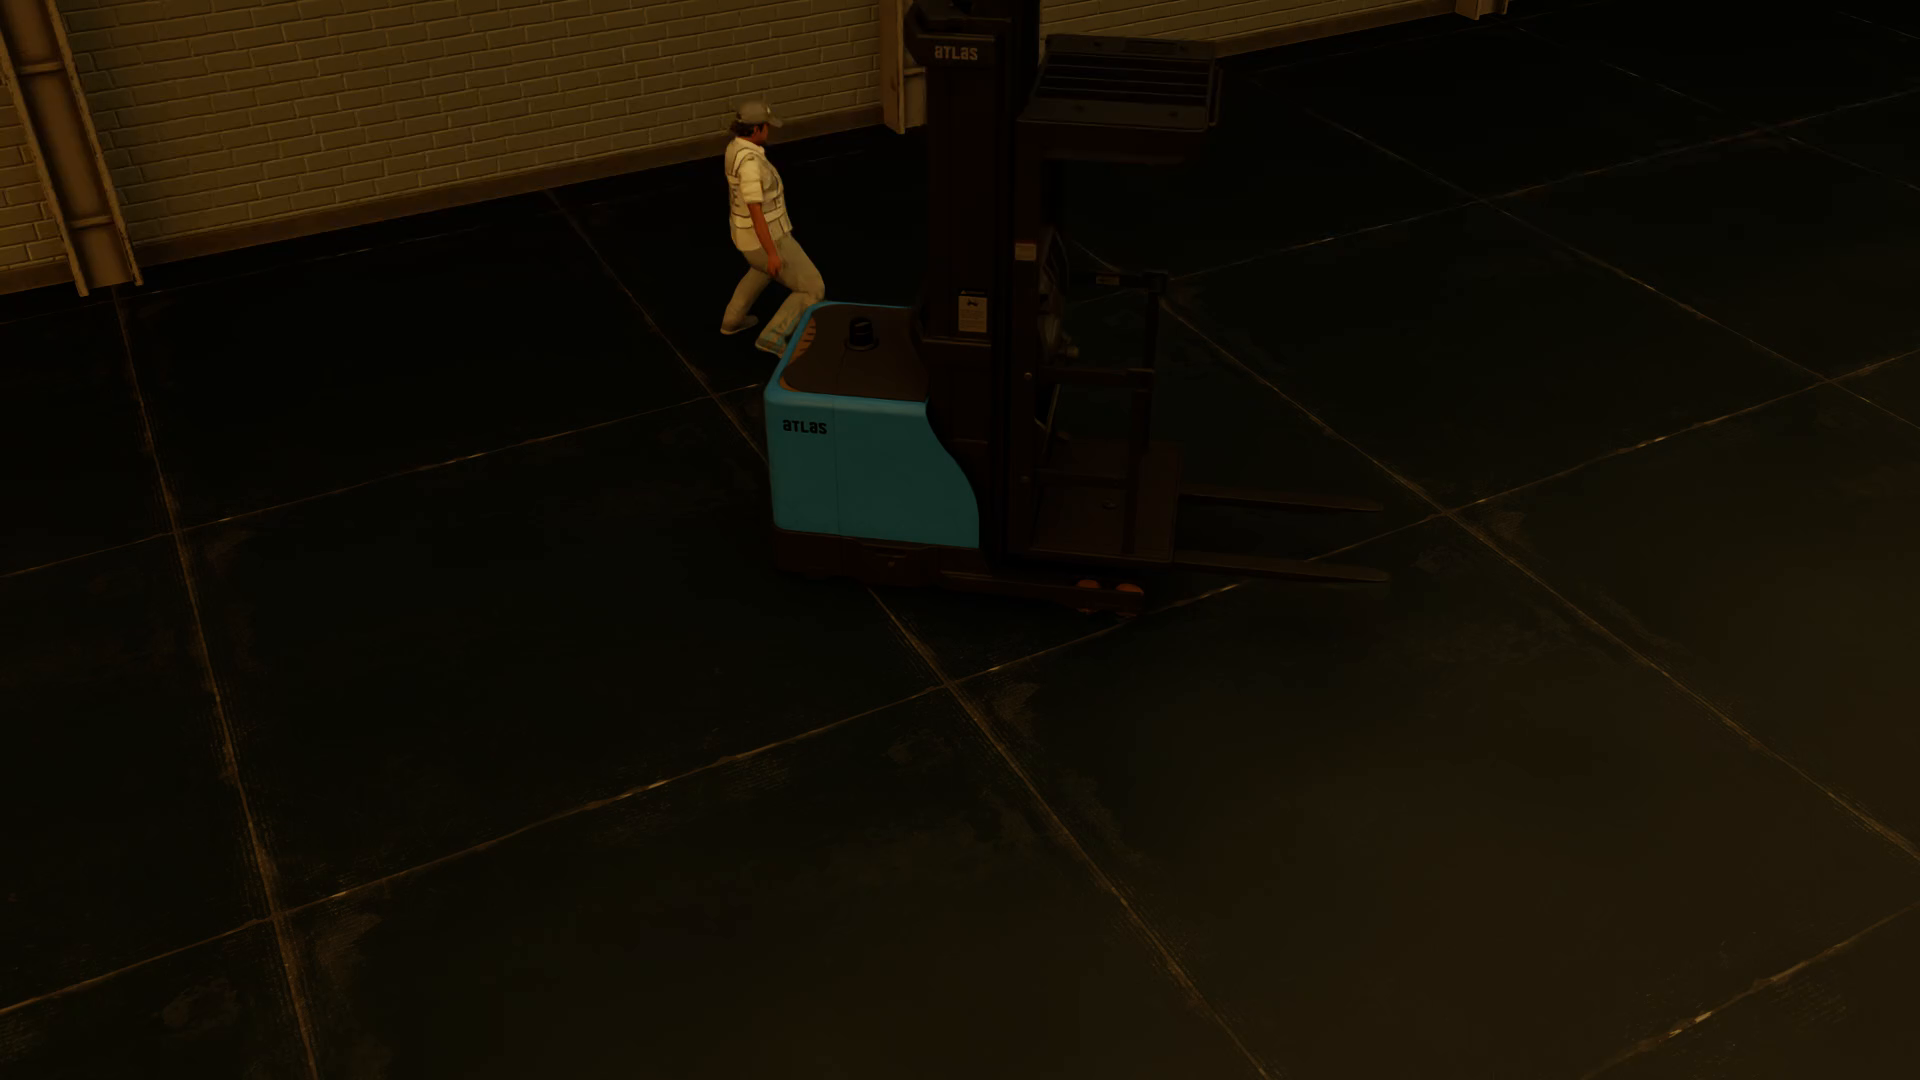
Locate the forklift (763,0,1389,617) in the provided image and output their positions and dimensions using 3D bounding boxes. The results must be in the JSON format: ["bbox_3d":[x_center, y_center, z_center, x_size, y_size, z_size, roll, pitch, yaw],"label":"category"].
[{"bbox_3d":[0.620,-1.150,7.750,3.031,2.935,1.130,5,36,8],"label":"forklift"}]

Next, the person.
[{"bbox_3d":[-1.170,-1.852,9.954,0.589,1.564,0.864,-9,36,-13],"label":"person"}]
